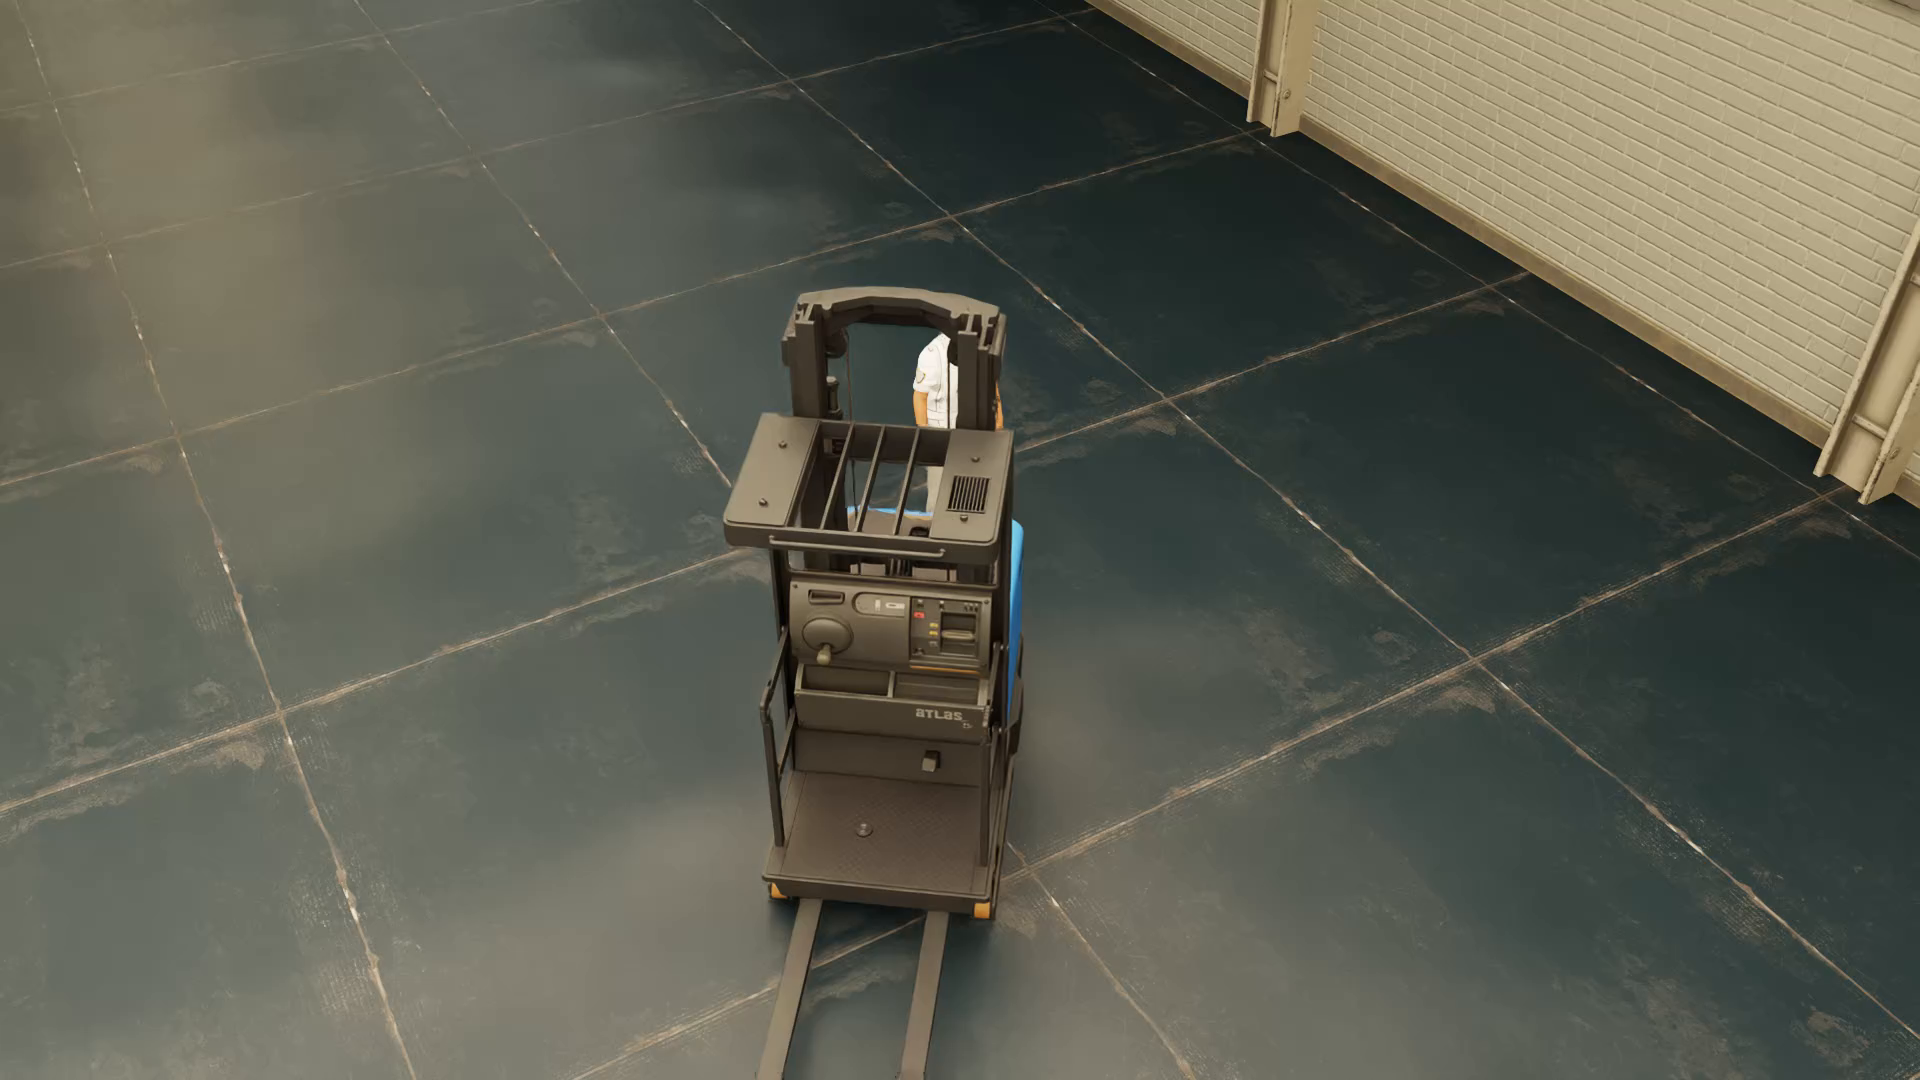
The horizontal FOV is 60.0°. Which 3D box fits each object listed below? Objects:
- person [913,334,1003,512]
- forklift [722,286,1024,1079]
[{"bbox_3d":[0.019,-0.597,9.736,0.598,1.670,0.529,-20,44,-23],"label":"person"},{"bbox_3d":[-0.344,0.477,7.460,1.130,2.935,3.031,4,40,5],"label":"forklift"}]
